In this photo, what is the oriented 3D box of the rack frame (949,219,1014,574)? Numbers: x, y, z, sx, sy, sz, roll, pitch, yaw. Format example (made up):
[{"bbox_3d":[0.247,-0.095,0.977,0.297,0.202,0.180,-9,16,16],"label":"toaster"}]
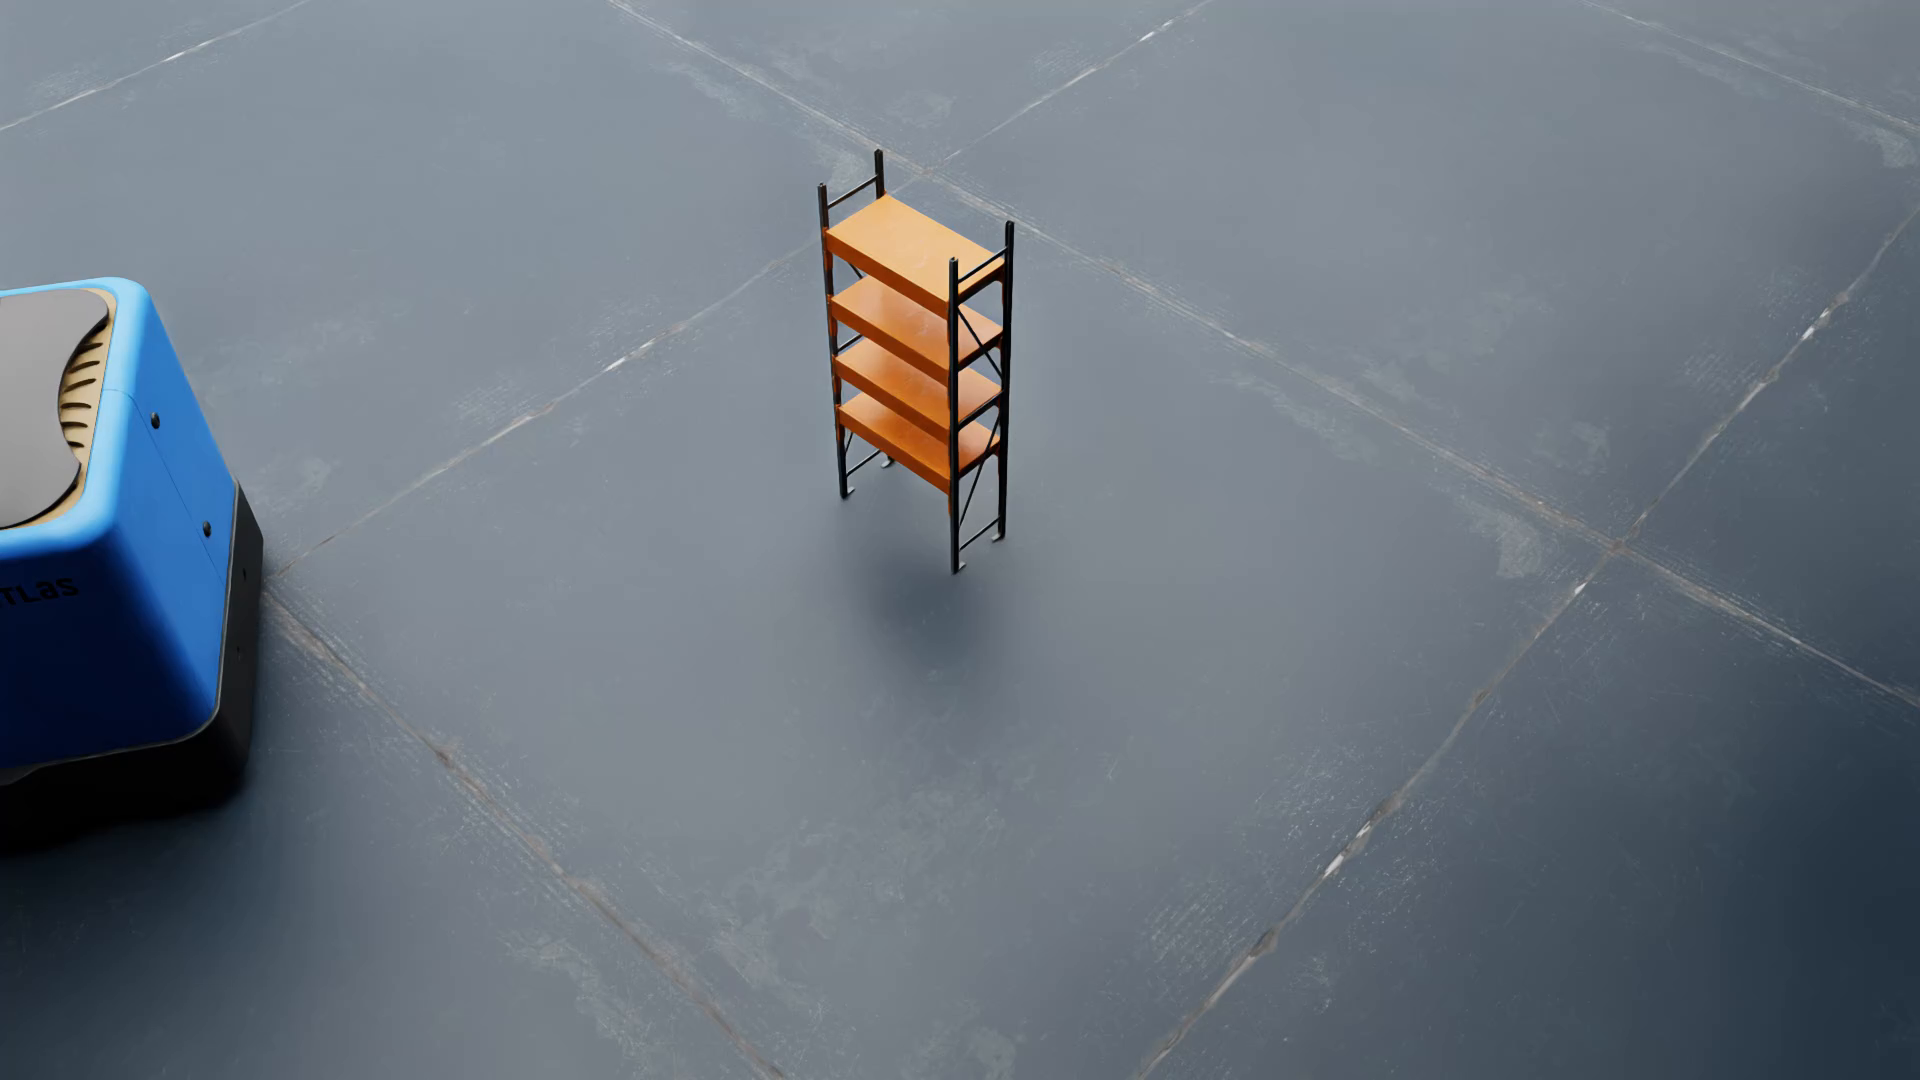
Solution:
[{"bbox_3d":[0.058,-0.372,4.776,0.015,1.200,0.240,34,55,28],"label":"rack frame"}]

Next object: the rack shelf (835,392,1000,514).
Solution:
[{"bbox_3d":[-0.122,-0.311,5.083,0.480,0.148,0.258,34,55,28],"label":"rack shelf"}]

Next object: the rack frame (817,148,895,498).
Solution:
[{"bbox_3d":[-0.301,-0.613,5.003,0.015,1.200,0.240,34,55,28],"label":"rack frame"}]

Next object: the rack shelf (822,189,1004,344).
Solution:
[{"bbox_3d":[-0.122,-0.762,4.603,0.480,0.148,0.258,34,55,28],"label":"rack shelf"}]

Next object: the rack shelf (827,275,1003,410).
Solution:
[{"bbox_3d":[-0.122,-0.600,4.775,0.480,0.148,0.258,34,55,28],"label":"rack shelf"}]

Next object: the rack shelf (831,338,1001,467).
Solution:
[{"bbox_3d":[-0.122,-0.446,4.938,0.480,0.148,0.258,34,55,28],"label":"rack shelf"}]

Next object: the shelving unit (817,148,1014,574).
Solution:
[{"bbox_3d":[-0.122,-0.493,4.889,0.503,1.200,0.258,34,55,28],"label":"shelving unit"}]

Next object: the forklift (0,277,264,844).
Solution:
[{"bbox_3d":[-3.535,-0.400,3.615,3.031,2.935,1.130,-10,48,-9],"label":"forklift"}]
